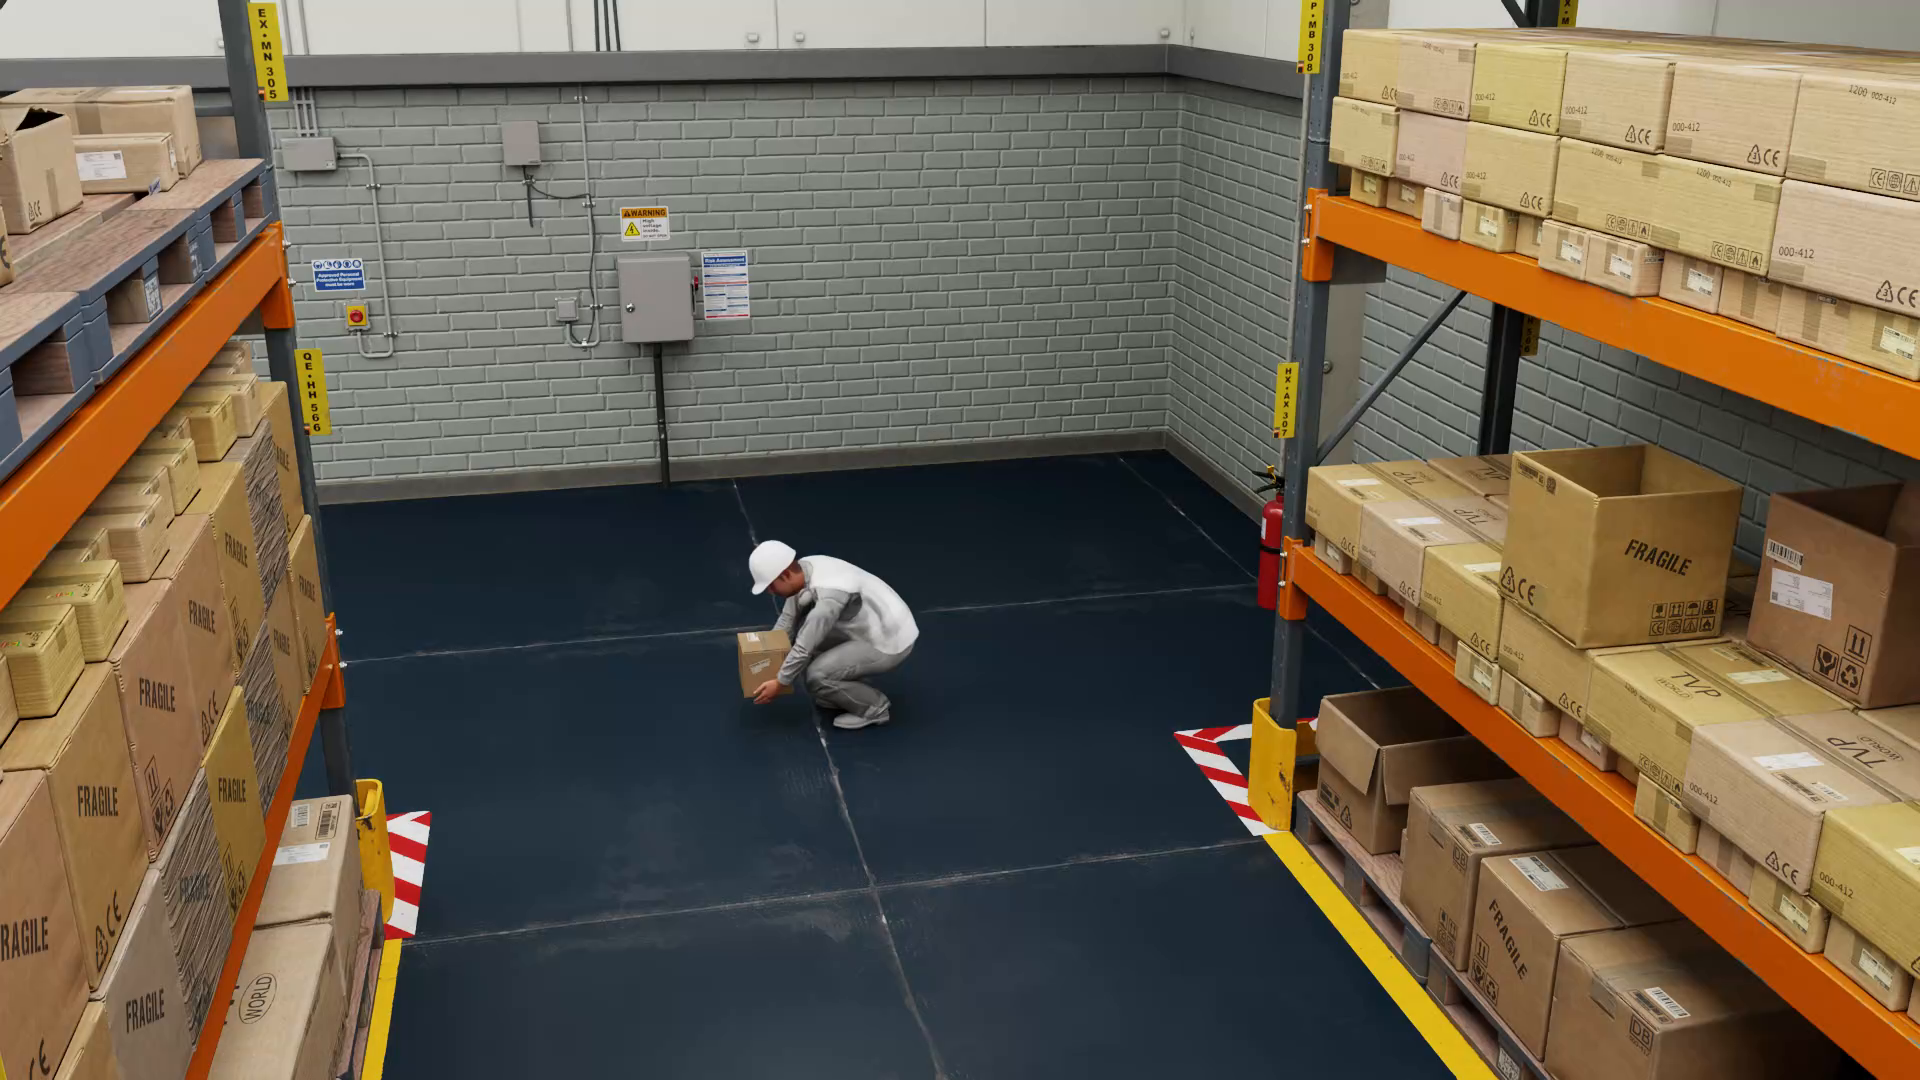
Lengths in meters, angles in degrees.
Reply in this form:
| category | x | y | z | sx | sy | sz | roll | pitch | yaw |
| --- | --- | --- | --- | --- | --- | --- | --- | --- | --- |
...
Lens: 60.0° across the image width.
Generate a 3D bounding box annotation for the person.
| category | x | y | z | sx | sy | sz | roll | pitch | yaw |
| --- | --- | --- | --- | --- | --- | --- | --- | --- | --- |
| person | -0.649 | 0.445 | 8.437 | 0.867 | 1.006 | 0.532 | -4 | 20 | -12 |
